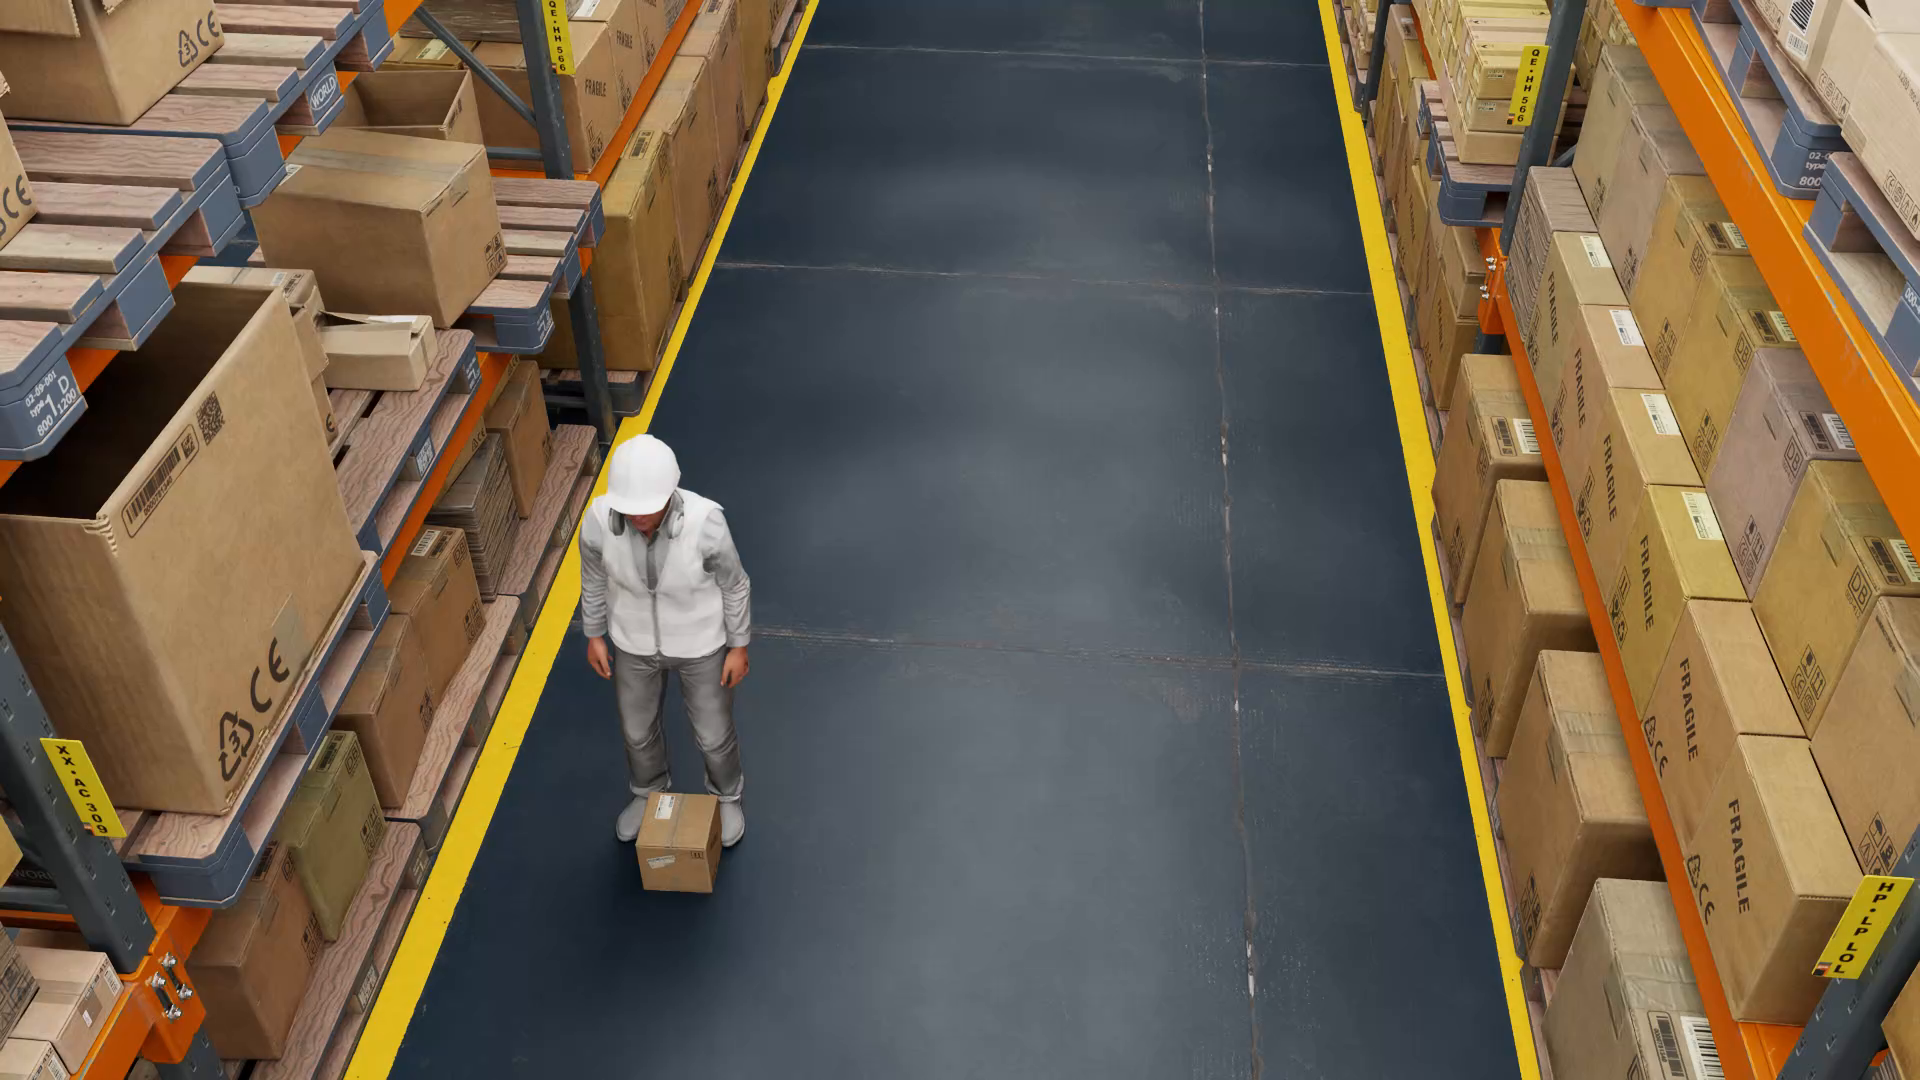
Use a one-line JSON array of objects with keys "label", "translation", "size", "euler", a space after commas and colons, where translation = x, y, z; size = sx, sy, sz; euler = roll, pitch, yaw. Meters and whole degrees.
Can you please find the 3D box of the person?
[{"label": "person", "translation": [-1.000, 0.342, 5.724], "size": [0.581, 1.772, 0.460], "euler": [3, 40, 4]}]
